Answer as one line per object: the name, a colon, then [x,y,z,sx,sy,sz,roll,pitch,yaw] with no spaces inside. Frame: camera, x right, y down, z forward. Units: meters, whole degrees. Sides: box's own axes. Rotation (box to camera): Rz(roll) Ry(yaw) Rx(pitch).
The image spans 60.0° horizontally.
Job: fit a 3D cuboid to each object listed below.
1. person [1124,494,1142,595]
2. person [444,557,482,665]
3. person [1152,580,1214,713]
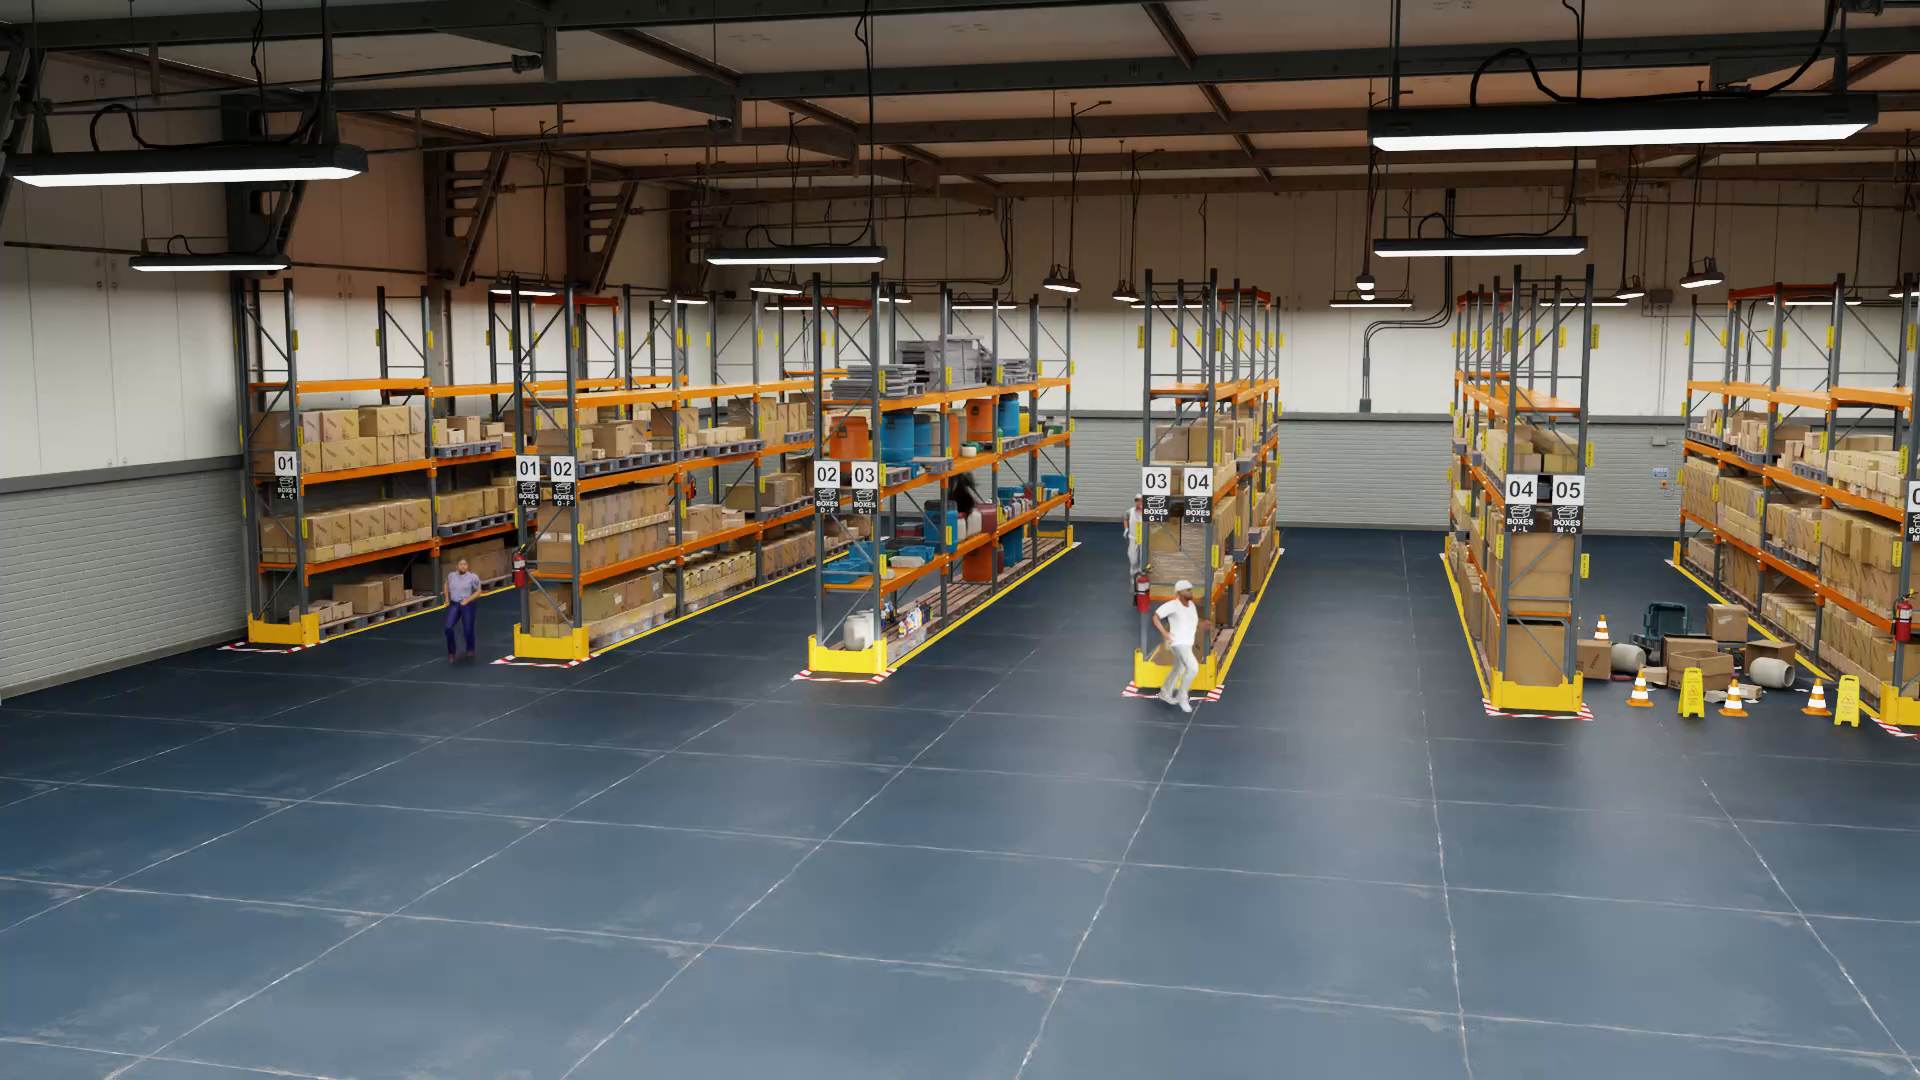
person: [3.377,0.072,31.486,0.630,1.899,0.712,1,7,12]
person: [-7.770,1.102,25.963,0.614,1.670,0.666,0,7,-3]
person: [3.012,1.434,22.563,0.799,1.796,0.732,5,9,37]
